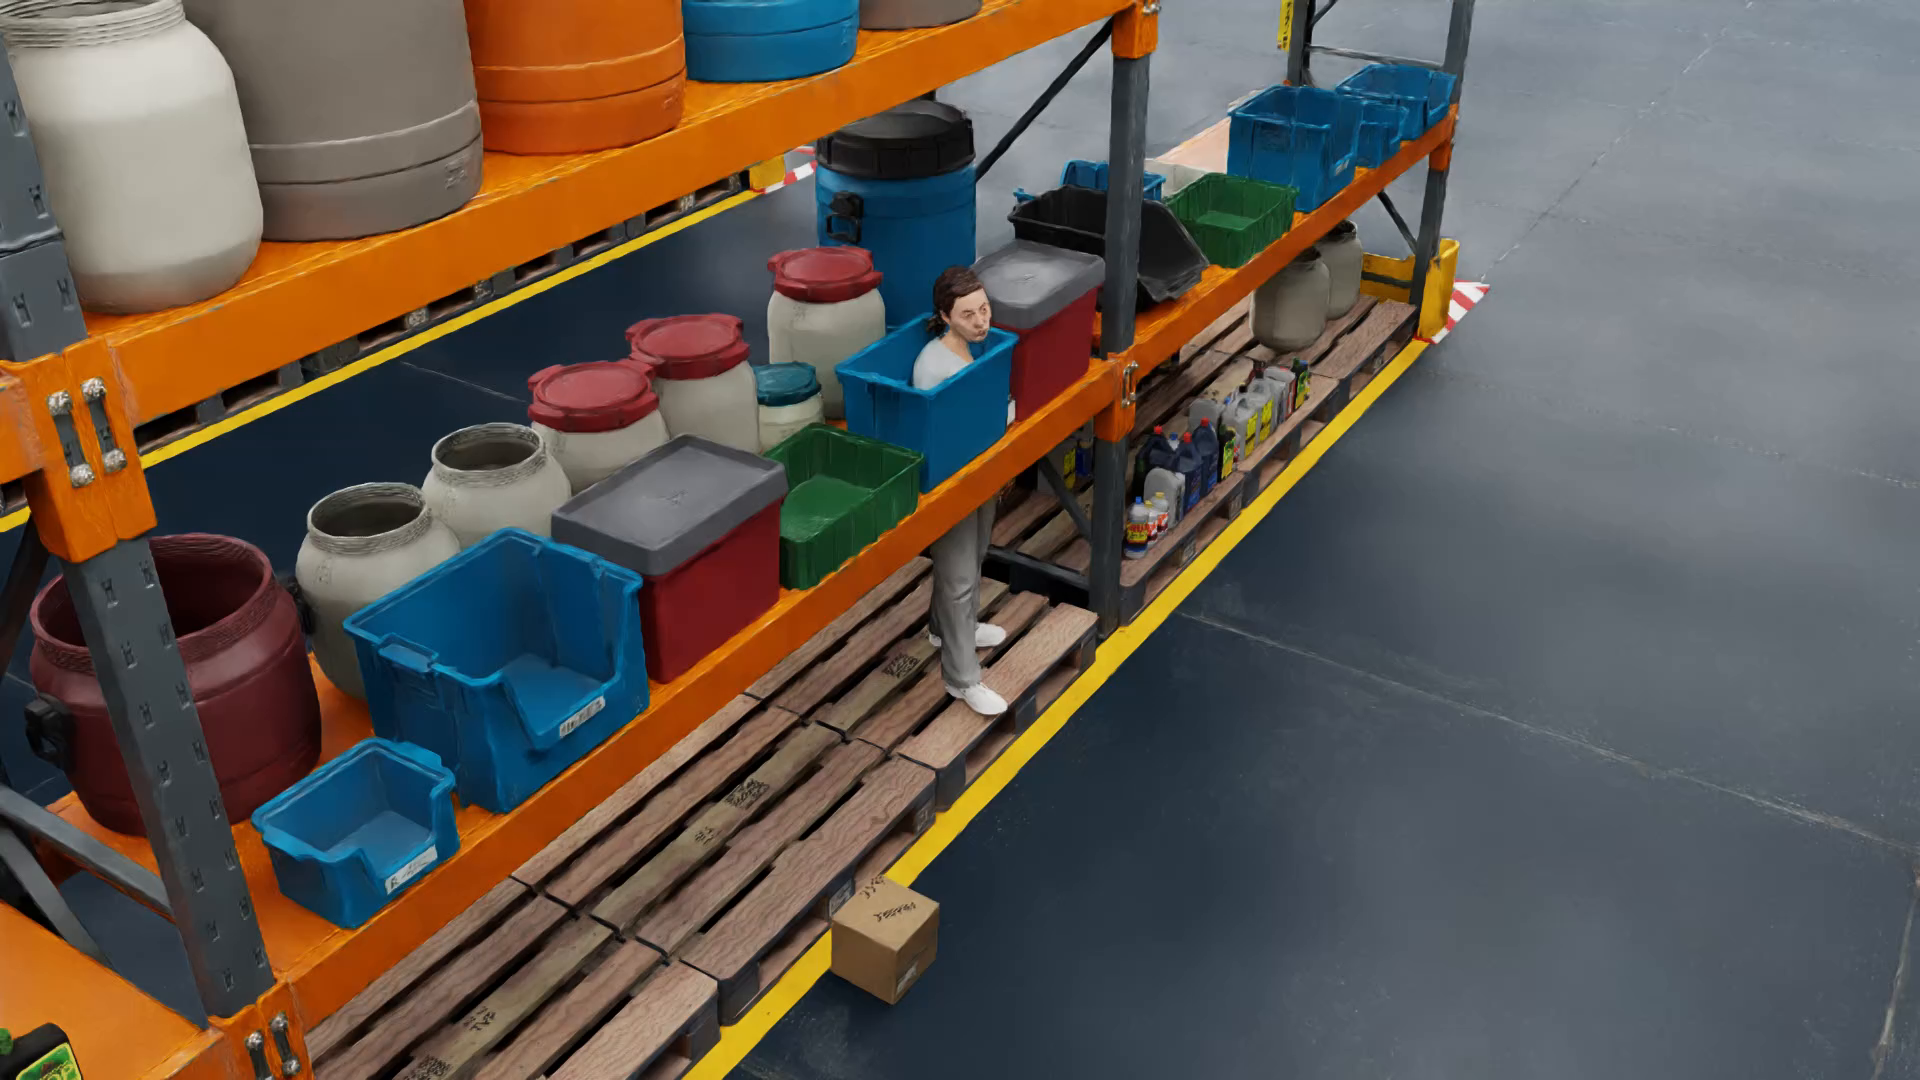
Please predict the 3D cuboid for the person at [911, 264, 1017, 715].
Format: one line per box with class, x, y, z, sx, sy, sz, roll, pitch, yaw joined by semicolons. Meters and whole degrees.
person;0.026;-0.185;6.004;0.568;1.667;0.612;23;38;34
